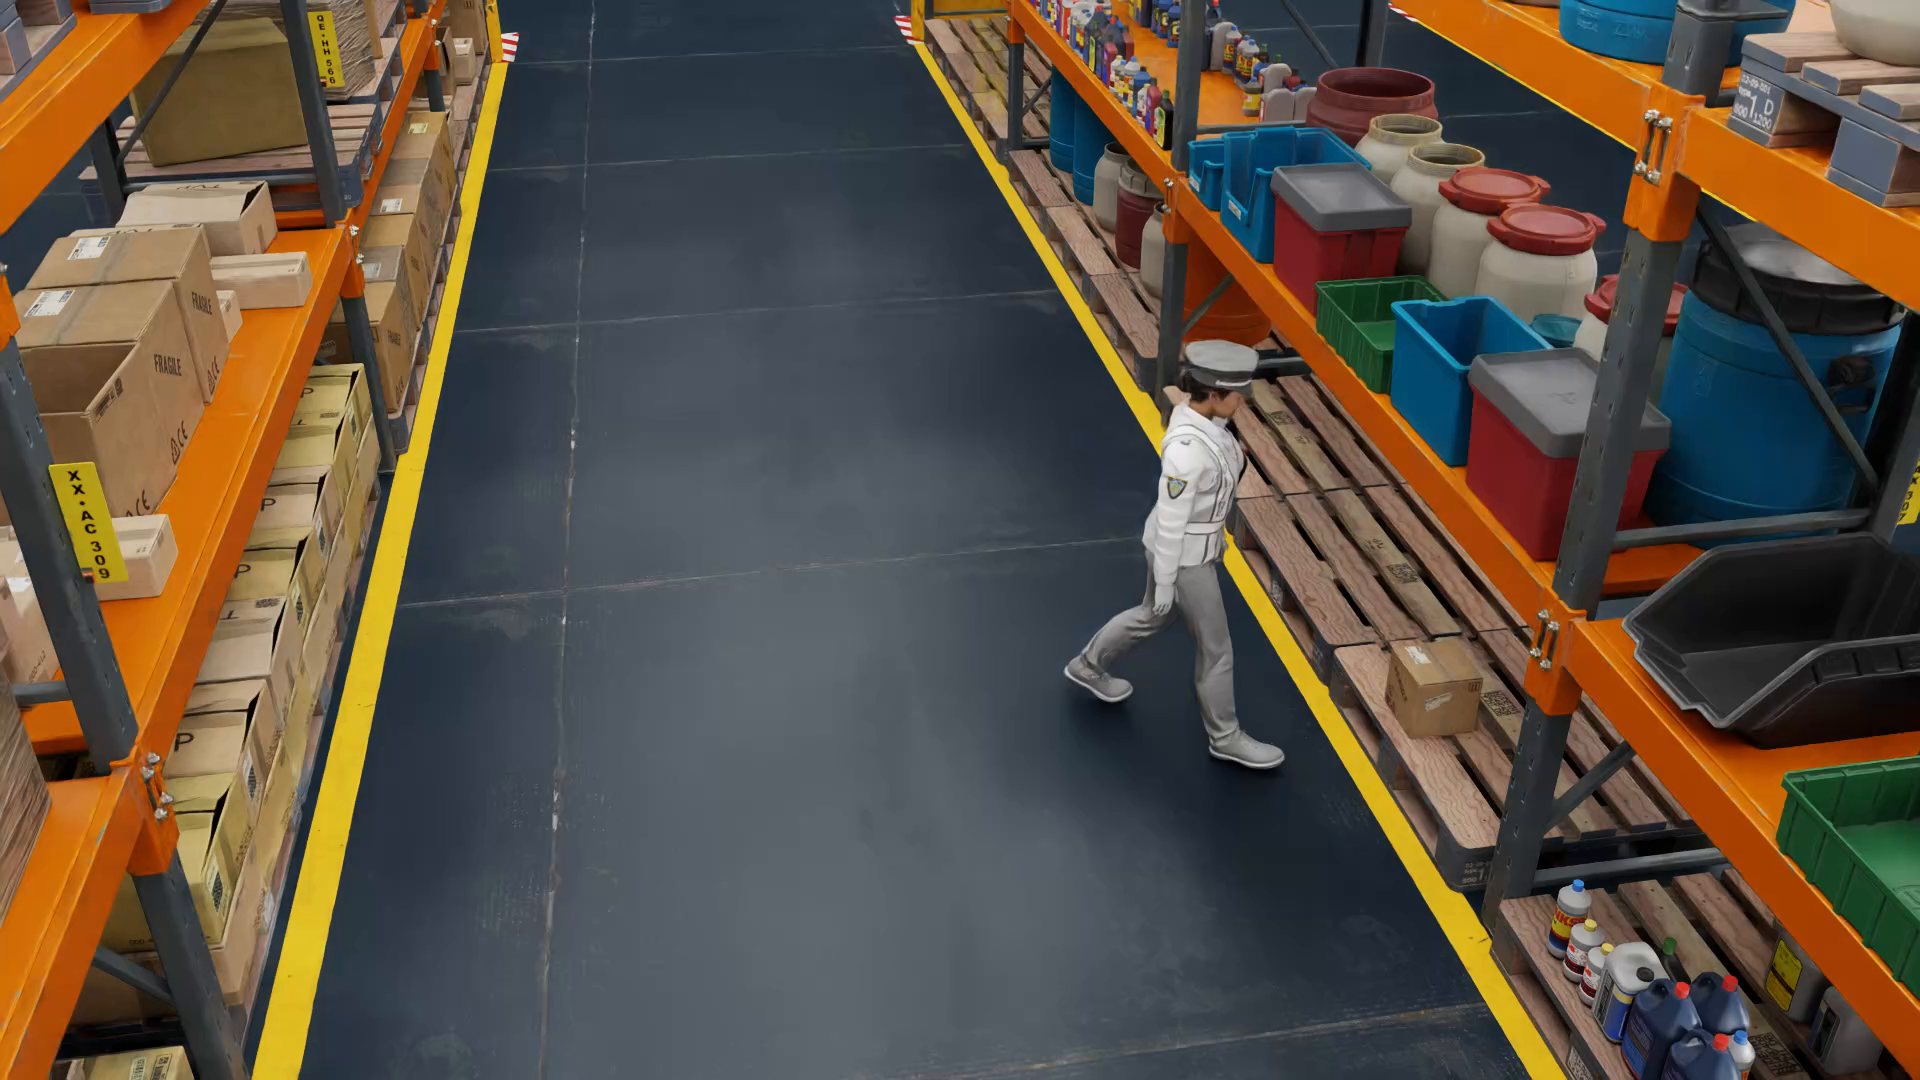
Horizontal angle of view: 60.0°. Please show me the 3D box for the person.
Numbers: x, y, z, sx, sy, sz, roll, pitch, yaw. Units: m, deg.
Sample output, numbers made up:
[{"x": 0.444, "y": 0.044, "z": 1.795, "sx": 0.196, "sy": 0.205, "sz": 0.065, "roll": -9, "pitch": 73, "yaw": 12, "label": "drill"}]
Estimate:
[{"x": 0.820, "y": 0.030, "z": 6.067, "sx": 0.898, "sy": 1.626, "sz": 0.506, "roll": 8, "pitch": 32, "yaw": 13, "label": "person"}]
